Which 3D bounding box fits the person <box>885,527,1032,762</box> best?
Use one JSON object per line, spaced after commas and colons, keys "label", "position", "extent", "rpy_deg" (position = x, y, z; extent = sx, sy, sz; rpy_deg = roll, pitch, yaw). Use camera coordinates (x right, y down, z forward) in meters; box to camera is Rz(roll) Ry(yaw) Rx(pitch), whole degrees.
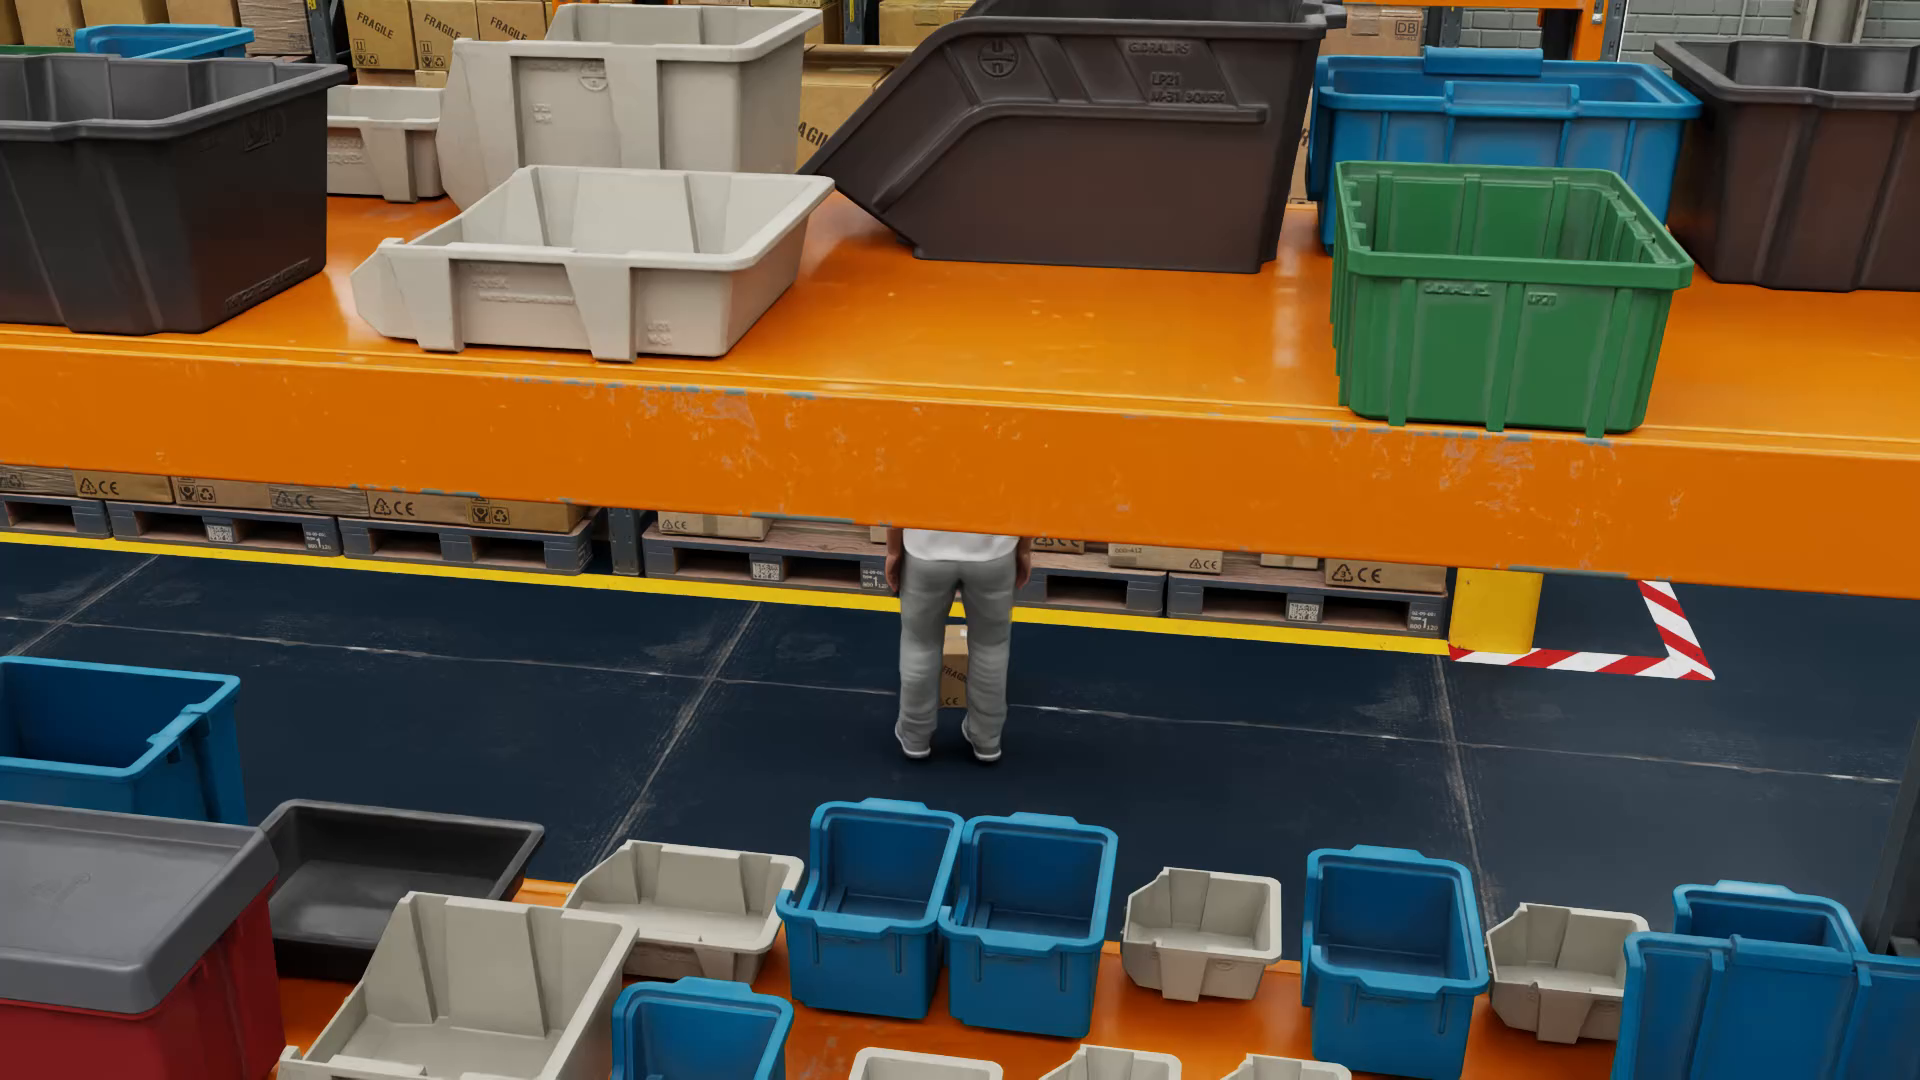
{"label": "person", "position": [0.003, 0.019, 6.032], "extent": [0.546, 1.751, 0.457], "rpy_deg": [0, 25, 0]}
